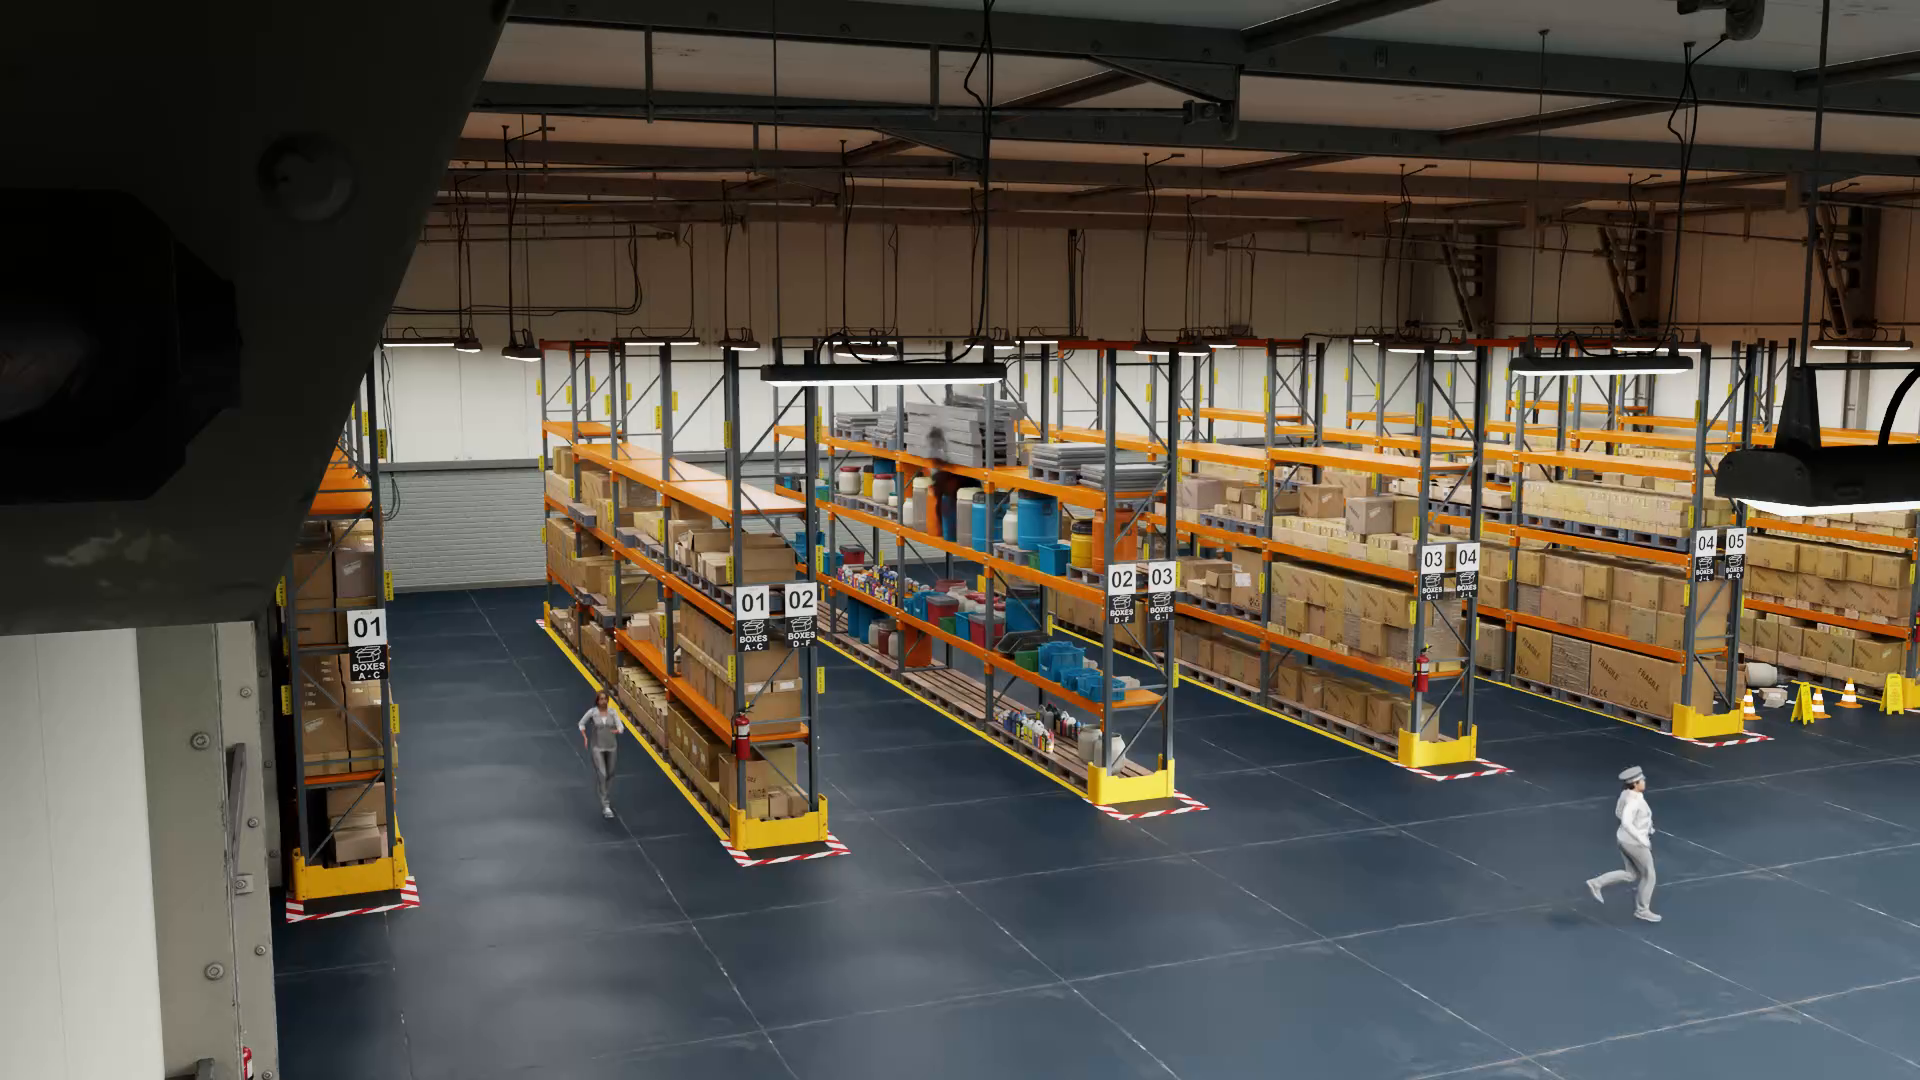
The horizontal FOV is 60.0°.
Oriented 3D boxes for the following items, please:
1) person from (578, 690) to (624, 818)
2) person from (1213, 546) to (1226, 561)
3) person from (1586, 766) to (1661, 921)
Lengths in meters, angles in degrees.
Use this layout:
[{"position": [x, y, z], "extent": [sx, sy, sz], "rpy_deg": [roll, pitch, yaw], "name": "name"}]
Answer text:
[{"position": [-4.629, 2.723, 21.564], "extent": [0.534, 1.590, 0.889], "rpy_deg": [-4, 8, -28], "name": "person"}, {"position": [5.472, 0.968, 34.869], "extent": [0.544, 1.701, 0.688], "rpy_deg": [-4, 8, -26], "name": "person"}, {"position": [7.104, 3.228, 17.681], "extent": [0.780, 1.687, 0.618], "rpy_deg": [1, 7, 5], "name": "person"}]
